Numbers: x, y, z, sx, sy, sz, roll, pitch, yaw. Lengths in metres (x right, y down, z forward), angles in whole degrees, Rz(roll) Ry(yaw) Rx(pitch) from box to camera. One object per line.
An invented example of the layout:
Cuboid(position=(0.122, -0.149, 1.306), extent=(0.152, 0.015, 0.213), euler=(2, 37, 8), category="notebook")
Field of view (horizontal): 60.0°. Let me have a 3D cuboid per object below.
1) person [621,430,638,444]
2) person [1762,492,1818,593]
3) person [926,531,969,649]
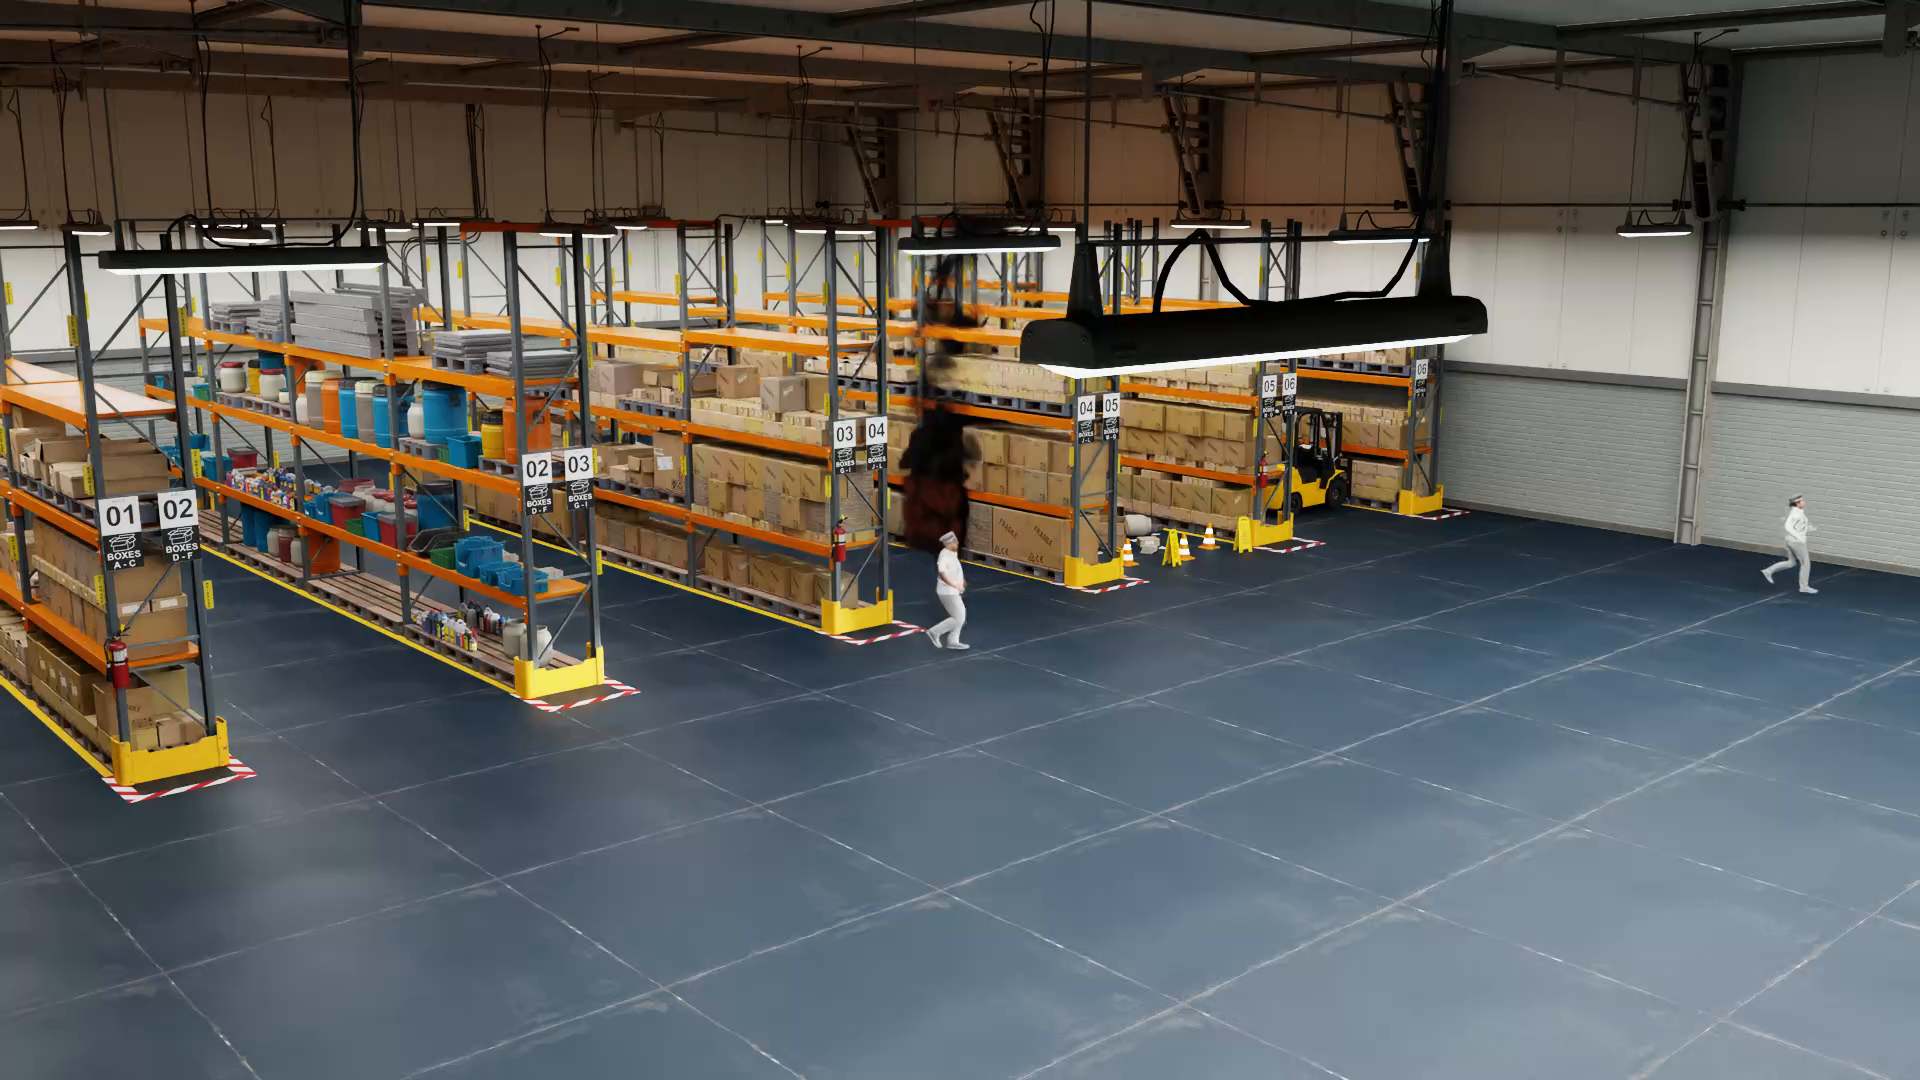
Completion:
Cuboid(position=(-8.420, -2.839, 41.383), extent=(0.967, 1.735, 0.719), euler=(3, 12, 15), category="person")
Cuboid(position=(13.778, 0.030, 27.456), extent=(0.843, 1.667, 0.625), euler=(4, 12, 20), category="person")
Cuboid(position=(-0.174, 0.727, 23.866), extent=(0.623, 1.746, 0.689), euler=(0, 11, -2), category="person")
